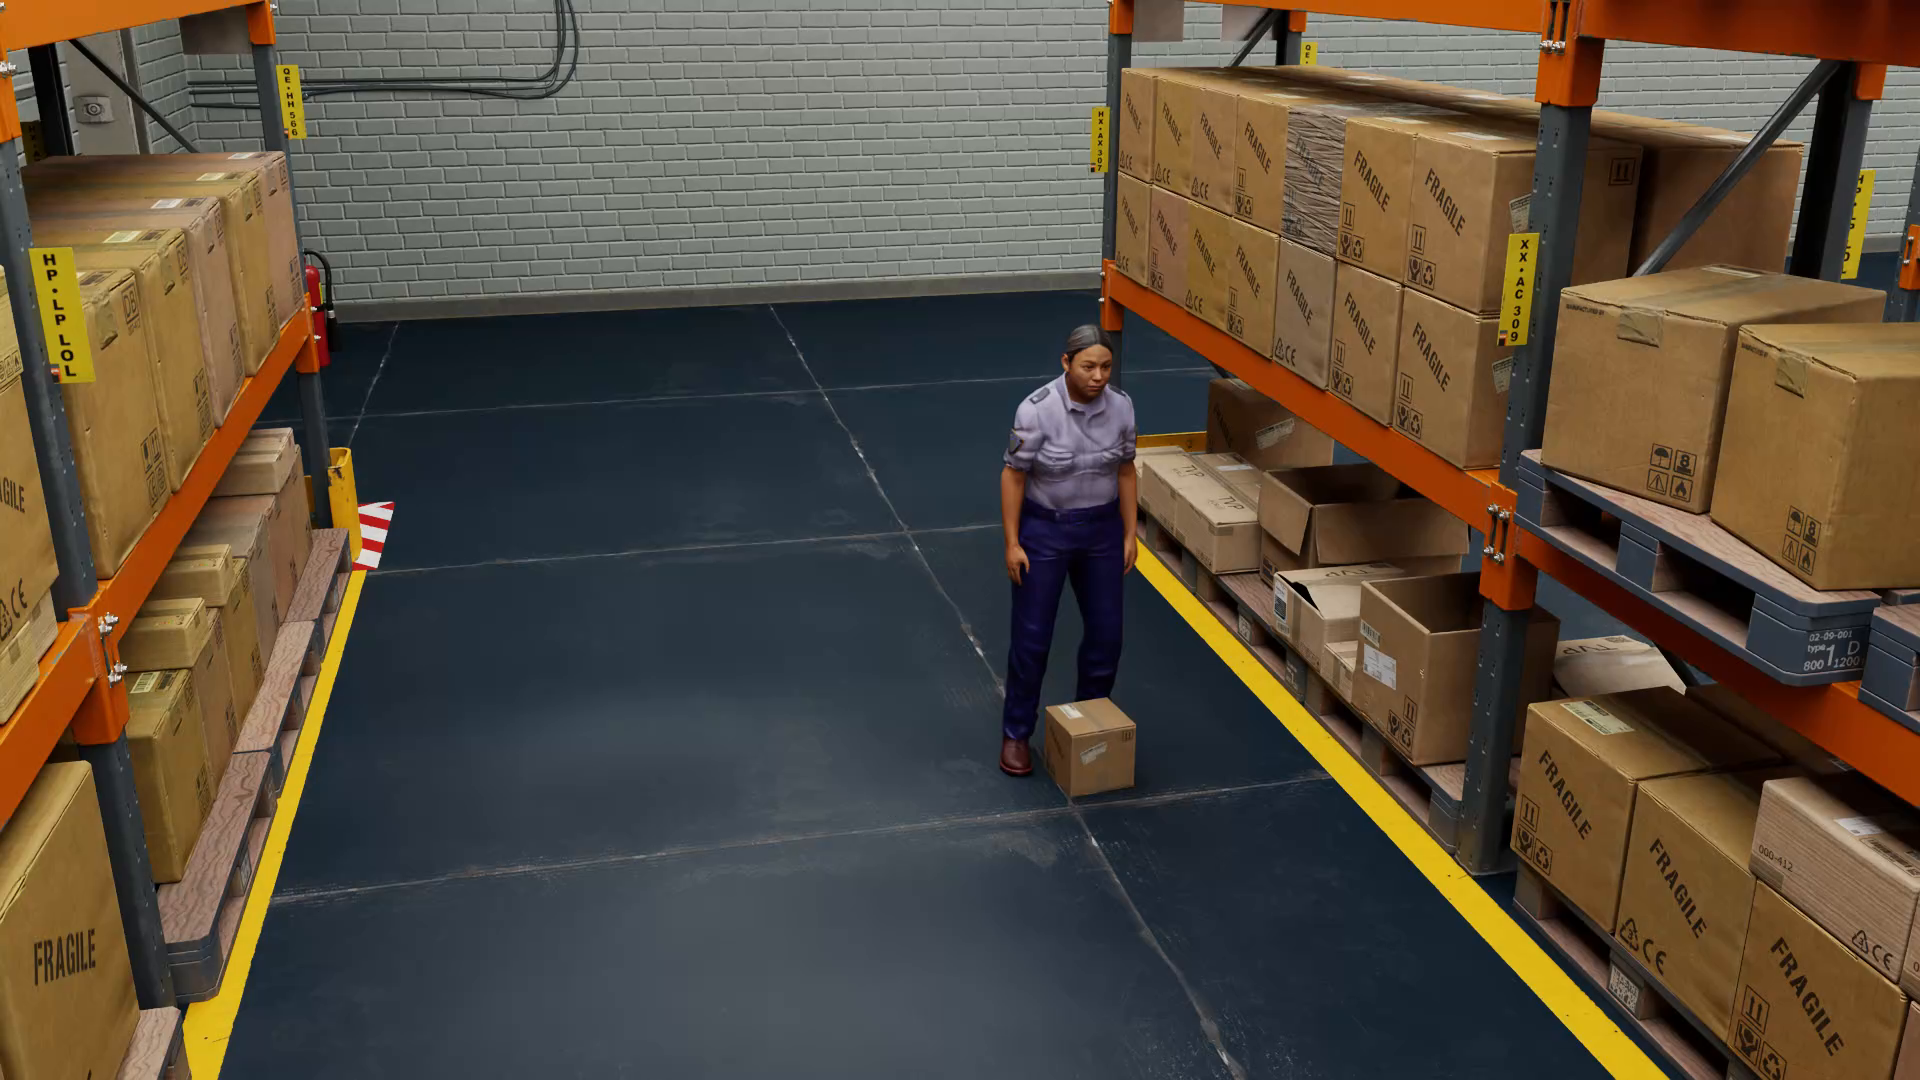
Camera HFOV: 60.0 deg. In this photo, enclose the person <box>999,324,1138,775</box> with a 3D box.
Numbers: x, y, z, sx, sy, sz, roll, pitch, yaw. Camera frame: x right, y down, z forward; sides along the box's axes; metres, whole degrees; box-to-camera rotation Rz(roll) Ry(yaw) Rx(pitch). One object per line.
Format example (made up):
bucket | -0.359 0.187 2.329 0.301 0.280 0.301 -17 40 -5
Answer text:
person | 0.390 0.017 6.038 0.557 1.650 0.372 -6 21 -16
